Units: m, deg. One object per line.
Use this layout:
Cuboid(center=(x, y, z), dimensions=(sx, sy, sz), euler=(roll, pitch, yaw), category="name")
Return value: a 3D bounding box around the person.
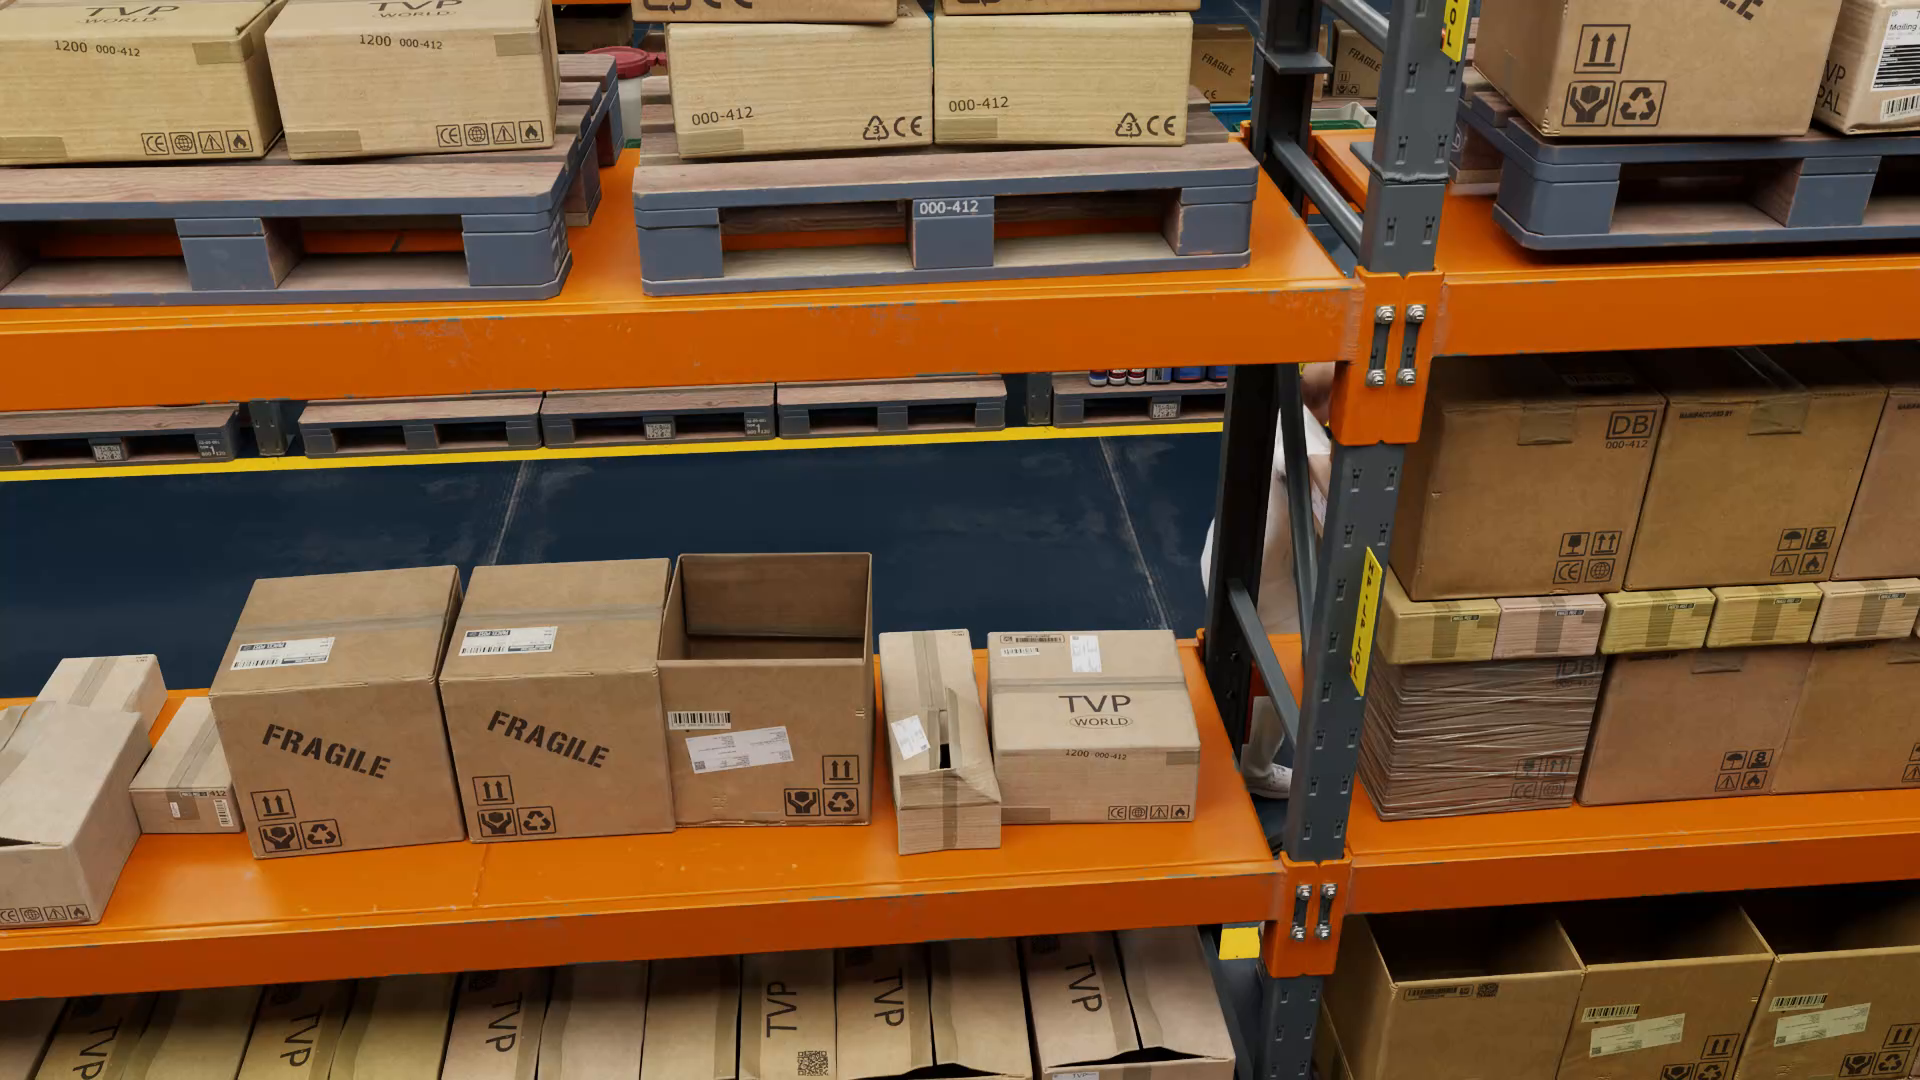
Cuboid(center=(1.168, 0.190, 5.987), dimensions=(0.603, 1.622, 0.534), euler=(-3, 31, -4), category="person")
